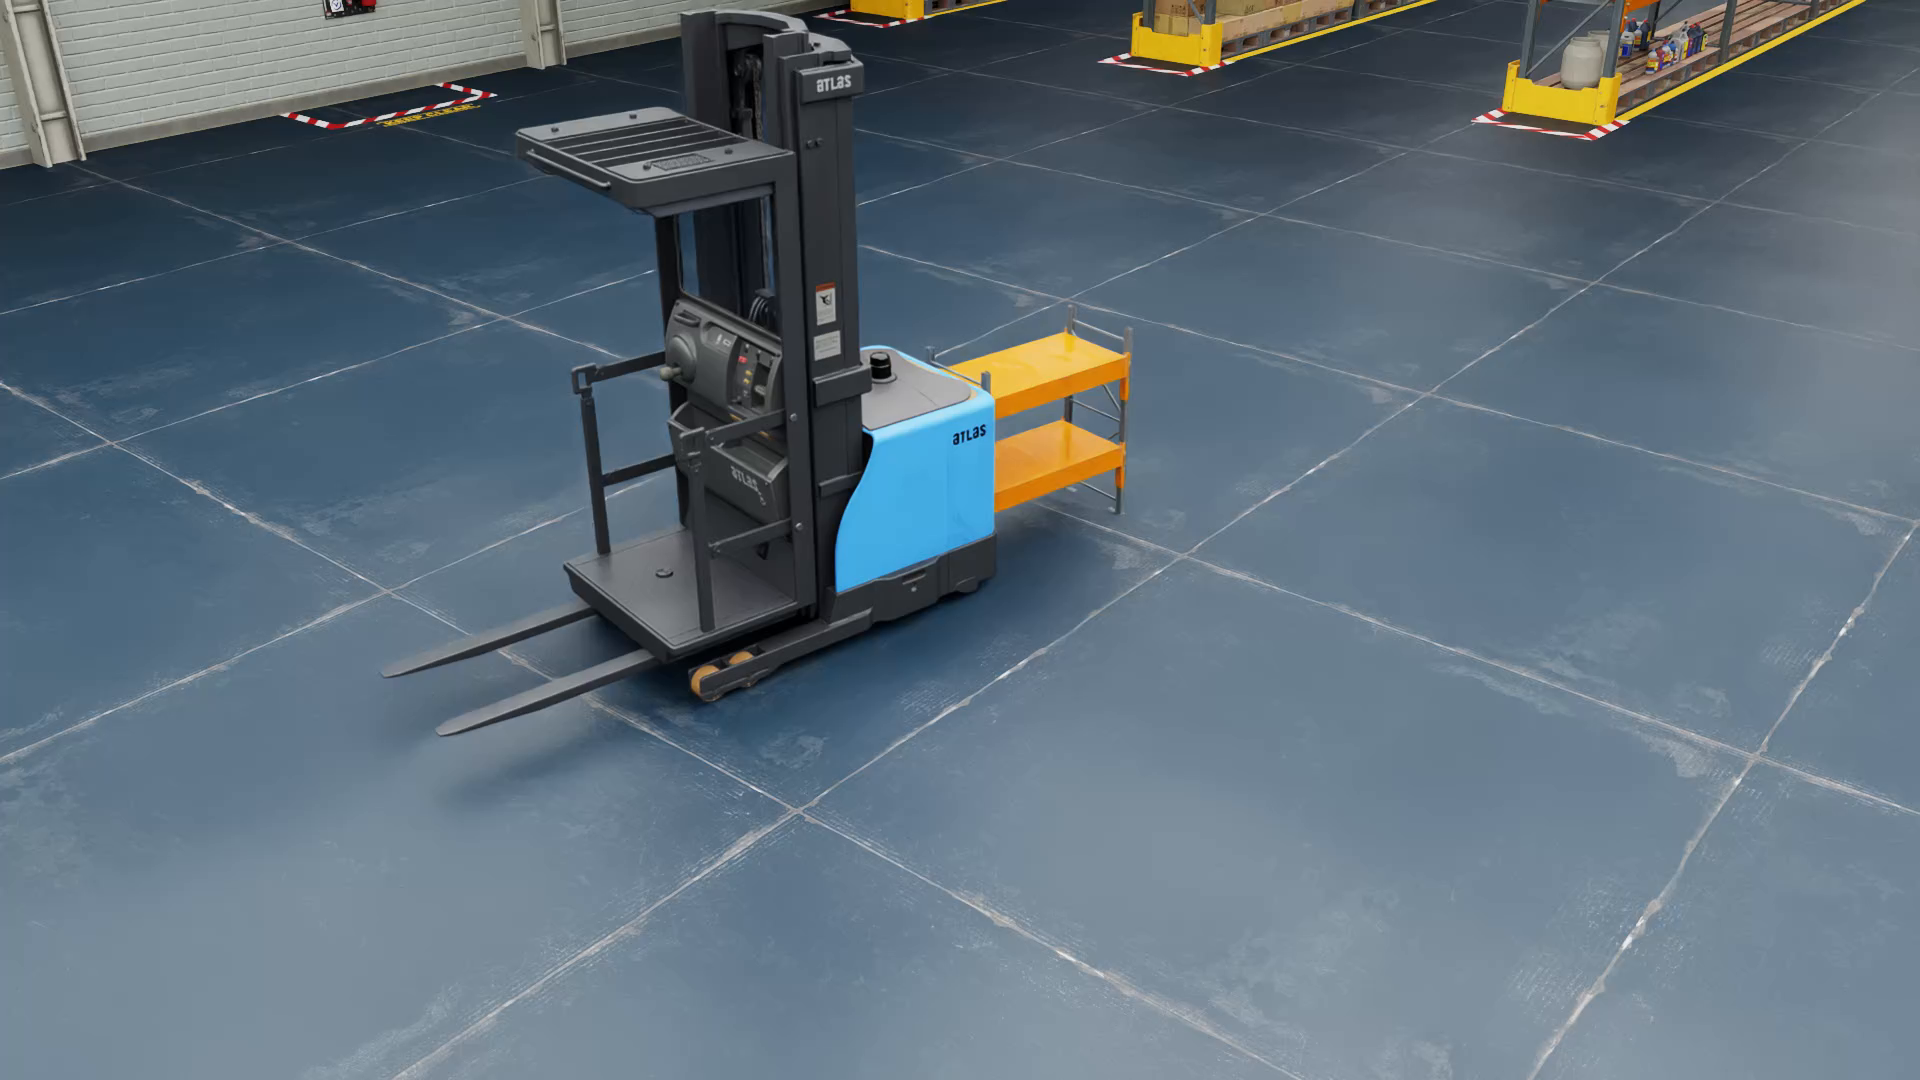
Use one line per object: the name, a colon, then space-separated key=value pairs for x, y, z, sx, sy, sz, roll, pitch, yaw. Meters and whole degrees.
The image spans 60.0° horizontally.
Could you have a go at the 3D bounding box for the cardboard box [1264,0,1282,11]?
cardboard box: x=3.866 y=-7.191 z=21.606 sx=0.500 sy=0.500 sz=0.500 roll=21 pitch=34 yaw=34

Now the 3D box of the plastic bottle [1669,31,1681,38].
plastic bottle: x=8.653 y=-6.018 z=20.103 sx=0.152 sy=0.276 sz=0.135 roll=21 pitch=34 yaw=34

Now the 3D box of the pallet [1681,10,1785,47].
pallet: x=10.338 y=-6.864 z=22.289 sx=1.003 sy=0.211 sz=1.213 roll=21 pitch=34 yaw=34

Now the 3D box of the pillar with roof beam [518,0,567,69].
pillar with roof beam: x=-1.813 y=-8.636 z=16.149 sx=9.100 sy=9.000 sz=0.400 roll=21 pitch=34 yaw=34

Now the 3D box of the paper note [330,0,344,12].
paper note: x=-6.902 y=-5.930 z=18.408 sx=0.016 sy=0.148 sz=0.142 roll=21 pitch=34 yaw=34

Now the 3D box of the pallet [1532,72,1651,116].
pallet: x=7.082 y=-5.049 z=18.780 sx=1.003 sy=0.211 sz=1.213 roll=21 pitch=34 yaw=34

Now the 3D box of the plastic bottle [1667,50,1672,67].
plastic bottle: x=8.287 y=-5.657 z=19.486 sx=0.097 sy=0.201 sz=0.097 roll=0 pitch=27 yaw=0

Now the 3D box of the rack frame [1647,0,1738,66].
rack frame: x=9.093 y=-7.378 z=20.248 sx=1.000 sy=3.000 sz=0.127 roll=21 pitch=34 yaw=34

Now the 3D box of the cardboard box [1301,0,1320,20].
cardboard box: x=4.515 y=-7.208 z=22.455 sx=0.500 sy=0.250 sz=0.500 roll=21 pitch=34 yaw=34

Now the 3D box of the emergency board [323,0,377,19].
emergency board: x=-6.736 y=-6.364 z=18.288 sx=0.194 sy=1.169 sz=0.643 roll=21 pitch=34 yaw=34

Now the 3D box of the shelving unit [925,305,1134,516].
shelving unit: x=0.380 y=-0.582 z=9.151 sx=1.048 sy=1.125 sz=0.538 roll=-21 pitch=34 yaw=-34

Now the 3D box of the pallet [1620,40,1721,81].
pallet: x=8.634 y=-5.914 z=20.452 sx=1.003 sy=0.211 sz=1.213 roll=21 pitch=34 yaw=34

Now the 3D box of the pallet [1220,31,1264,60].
pallet: x=3.183 y=-6.454 z=21.496 sx=1.003 sy=0.211 sz=1.213 roll=21 pitch=34 yaw=34

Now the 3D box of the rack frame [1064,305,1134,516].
rack frame: x=0.772 y=-0.731 z=9.439 sx=0.032 sy=1.125 sz=0.500 roll=-21 pitch=34 yaw=-34

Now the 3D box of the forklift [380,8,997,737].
forklift: x=-1.269 y=-0.819 z=7.644 sx=3.031 sy=2.935 sz=1.130 roll=-21 pitch=34 yaw=-34

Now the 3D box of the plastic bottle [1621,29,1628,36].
plastic bottle: x=8.075 y=-6.067 z=20.204 sx=0.097 sy=0.271 sz=0.097 roll=0 pitch=27 yaw=0

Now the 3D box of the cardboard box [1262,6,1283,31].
cardboard box: x=3.875 y=-6.855 z=21.772 sx=0.500 sy=0.250 sz=0.500 roll=21 pitch=34 yaw=34

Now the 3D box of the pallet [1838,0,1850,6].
pallet: x=12.883 y=-8.280 z=25.026 sx=1.003 sy=0.211 sz=1.213 roll=21 pitch=34 yaw=34

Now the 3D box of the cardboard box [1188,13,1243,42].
cardboard box: x=3.242 y=-6.499 z=21.085 sx=0.500 sy=0.250 sz=0.500 roll=21 pitch=34 yaw=34

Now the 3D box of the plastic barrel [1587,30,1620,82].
plastic barrel: x=7.227 y=-5.475 z=18.819 sx=0.421 sy=0.512 sz=0.421 roll=0 pitch=27 yaw=0

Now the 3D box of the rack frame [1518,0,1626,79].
rack frame: x=6.549 y=-5.960 z=17.507 sx=1.000 sy=3.000 sz=0.127 roll=21 pitch=34 yaw=34

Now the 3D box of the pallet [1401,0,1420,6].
pallet: x=6.487 y=-8.296 z=25.056 sx=1.003 sy=0.211 sz=1.213 roll=21 pitch=34 yaw=34

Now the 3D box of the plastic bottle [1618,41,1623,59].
plastic bottle: x=7.872 y=-5.863 z=19.885 sx=0.097 sy=0.201 sz=0.097 roll=0 pitch=27 yaw=0

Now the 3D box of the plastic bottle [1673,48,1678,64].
plastic bottle: x=8.418 y=-5.729 z=19.627 sx=0.097 sy=0.201 sz=0.097 roll=0 pitch=27 yaw=0

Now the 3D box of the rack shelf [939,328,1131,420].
rack shelf: x=0.380 y=-0.842 z=9.017 sx=1.000 sy=0.278 sz=0.538 roll=-21 pitch=34 yaw=-34

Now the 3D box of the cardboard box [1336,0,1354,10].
cardboard box: x=5.147 y=-7.564 z=23.143 sx=0.500 sy=0.250 sz=0.500 roll=21 pitch=34 yaw=34

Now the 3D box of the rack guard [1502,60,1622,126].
rack guard: x=6.561 y=-4.891 z=18.160 sx=1.175 sy=0.500 sz=0.348 roll=21 pitch=34 yaw=34

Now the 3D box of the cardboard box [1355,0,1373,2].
cardboard box: x=5.721 y=-7.863 z=23.721 sx=0.500 sy=0.250 sz=0.500 roll=20 pitch=33 yaw=33

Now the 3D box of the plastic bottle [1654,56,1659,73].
plastic bottle: x=8.008 y=-5.501 z=19.186 sx=0.097 sy=0.201 sz=0.097 roll=0 pitch=27 yaw=0

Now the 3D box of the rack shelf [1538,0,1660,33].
rack shelf: x=7.821 y=-6.350 z=19.043 sx=1.077 sy=0.370 sz=4.000 roll=21 pitch=34 yaw=34

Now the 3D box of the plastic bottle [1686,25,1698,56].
plastic bottle: x=8.784 y=-6.017 z=20.020 sx=0.144 sy=0.351 sz=0.185 roll=19 pitch=33 yaw=32

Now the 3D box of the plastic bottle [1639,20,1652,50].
plastic bottle: x=8.371 y=-6.190 z=20.355 sx=0.144 sy=0.351 sz=0.185 roll=21 pitch=34 yaw=34

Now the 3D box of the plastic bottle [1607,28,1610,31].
plastic bottle: x=7.751 y=-5.949 z=19.889 sx=0.144 sy=0.351 sz=0.185 roll=22 pitch=35 yaw=36

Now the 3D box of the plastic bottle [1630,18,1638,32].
plastic bottle: x=8.259 y=-6.232 z=20.437 sx=0.144 sy=0.351 sz=0.185 roll=22 pitch=34 yaw=36

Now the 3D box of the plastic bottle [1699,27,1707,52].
plastic bottle: x=9.042 y=-6.100 z=20.255 sx=0.061 sy=0.283 sz=0.133 roll=23 pitch=35 yaw=37

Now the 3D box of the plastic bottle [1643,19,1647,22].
plastic bottle: x=8.552 y=-6.377 z=20.803 sx=0.097 sy=0.271 sz=0.097 roll=0 pitch=27 yaw=0

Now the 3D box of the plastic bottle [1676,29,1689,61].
plastic bottle: x=8.578 y=-5.902 z=19.798 sx=0.144 sy=0.351 sz=0.185 roll=21 pitch=34 yaw=34

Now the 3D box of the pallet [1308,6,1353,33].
pallet: x=4.735 y=-7.319 z=23.168 sx=1.003 sy=0.211 sz=1.213 roll=21 pitch=34 yaw=34

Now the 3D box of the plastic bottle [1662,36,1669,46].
plastic bottle: x=8.389 y=-5.847 z=19.765 sx=0.061 sy=0.283 sz=0.133 roll=21 pitch=34 yaw=34

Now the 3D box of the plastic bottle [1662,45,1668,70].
plastic bottle: x=8.160 y=-5.617 z=19.334 sx=0.097 sy=0.271 sz=0.097 roll=0 pitch=27 yaw=0
